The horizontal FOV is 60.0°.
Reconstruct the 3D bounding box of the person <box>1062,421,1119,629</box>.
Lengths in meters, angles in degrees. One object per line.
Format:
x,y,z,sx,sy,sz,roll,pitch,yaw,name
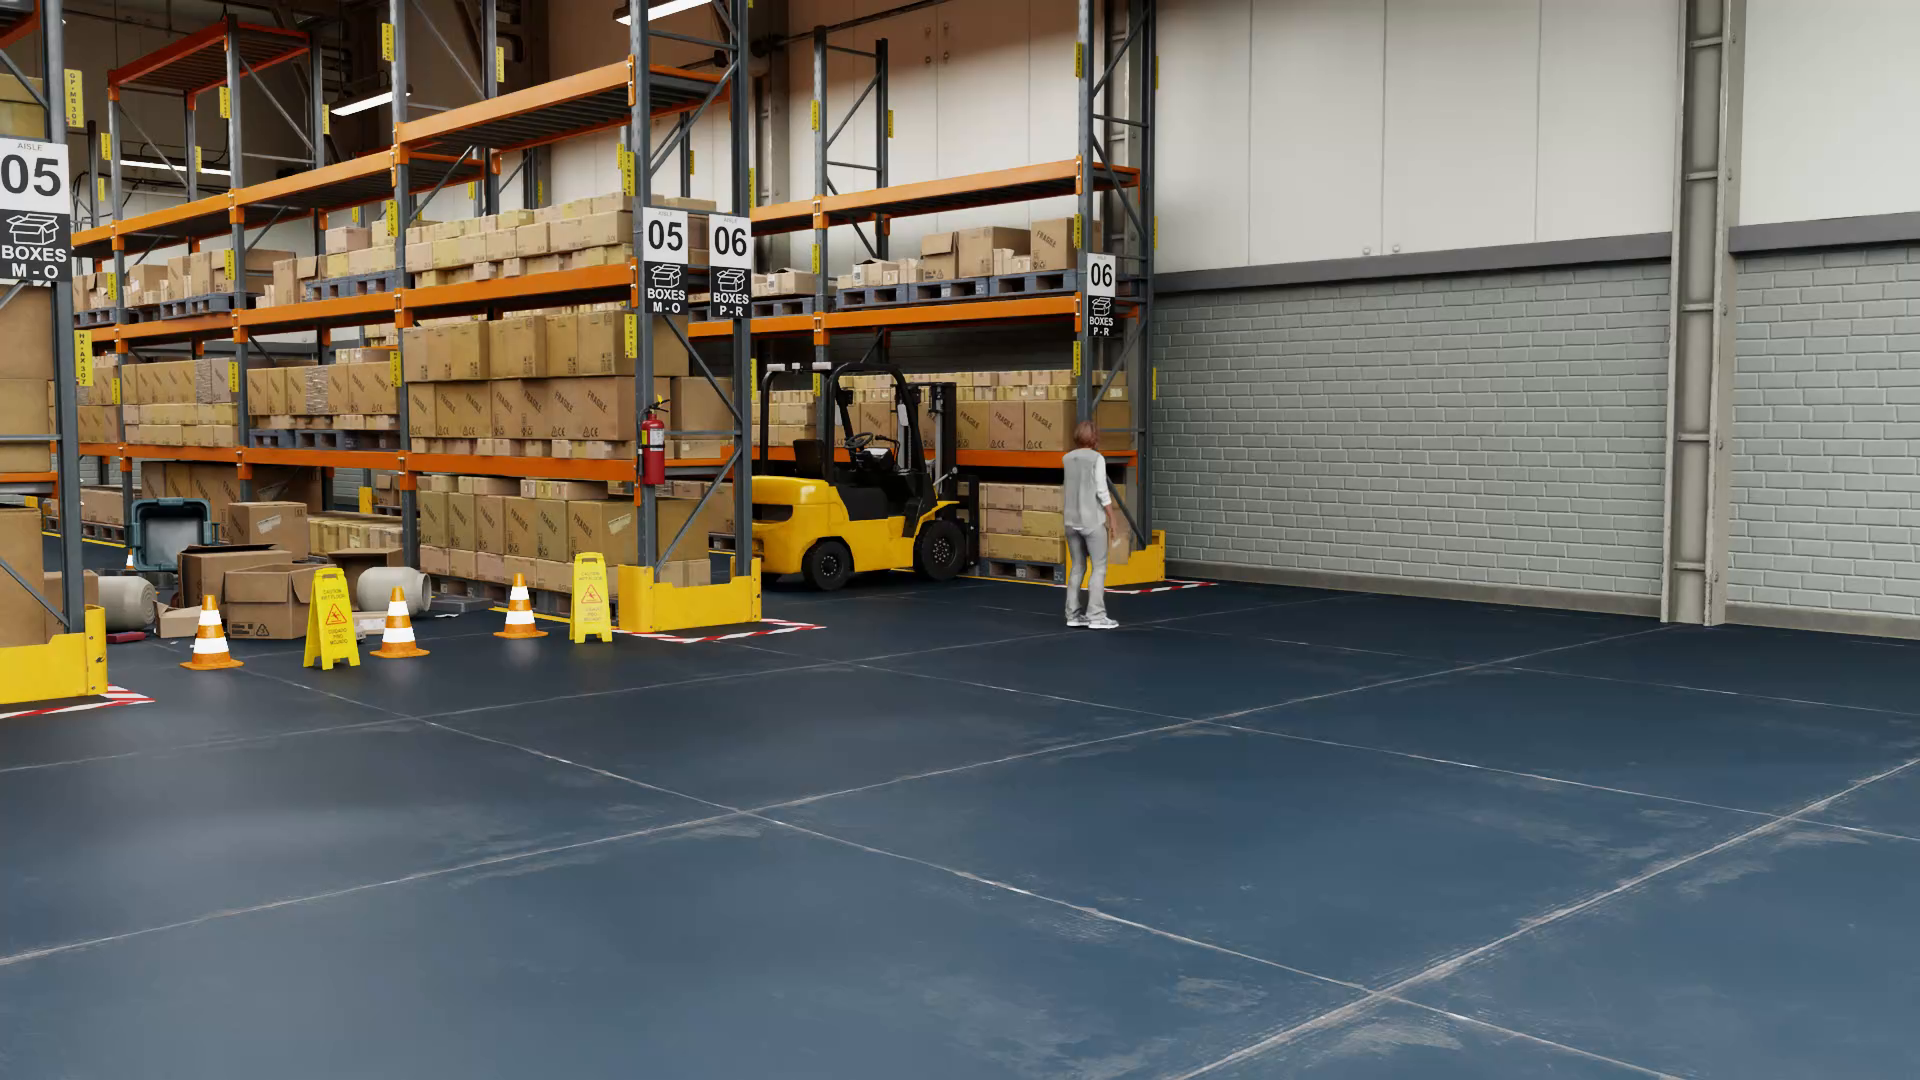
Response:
0.980,-0.118,12.862,0.447,1.600,0.347,4,6,45,person
